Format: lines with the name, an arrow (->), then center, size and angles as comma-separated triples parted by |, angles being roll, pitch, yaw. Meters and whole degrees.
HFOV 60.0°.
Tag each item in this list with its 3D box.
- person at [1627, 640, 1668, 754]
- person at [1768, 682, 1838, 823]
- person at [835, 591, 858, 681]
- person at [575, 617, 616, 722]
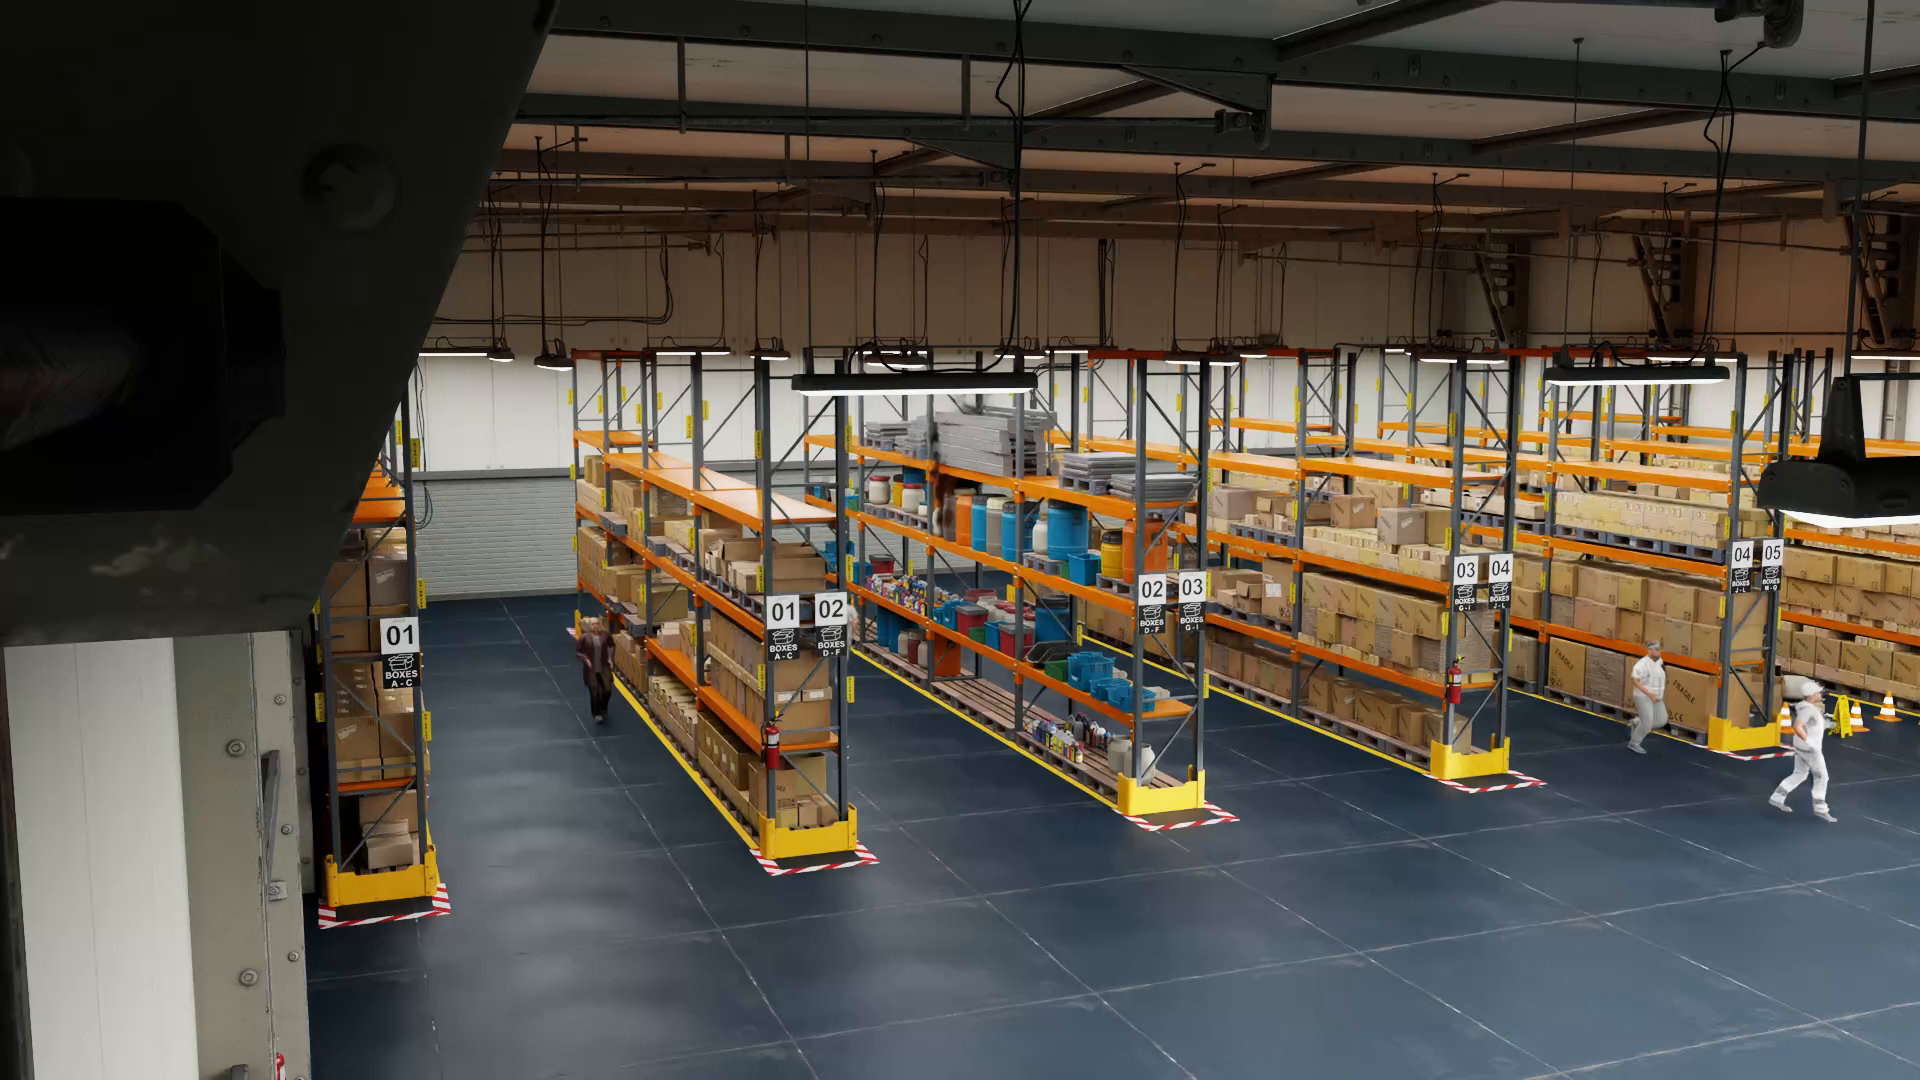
person -> 10.446, 2.354, 25.221 | 0.683, 1.733, 0.616 | -4, 8, -28
person -> 11.035, 2.747, 21.674 | 0.815, 1.824, 0.640 | 1, 7, 12
person -> -1.987, 1.696, 28.417 | 0.537, 1.708, 0.656 | -5, 9, -34
person -> -5.872, 2.113, 26.944 | 0.682, 1.735, 0.654 | -3, 8, -22
